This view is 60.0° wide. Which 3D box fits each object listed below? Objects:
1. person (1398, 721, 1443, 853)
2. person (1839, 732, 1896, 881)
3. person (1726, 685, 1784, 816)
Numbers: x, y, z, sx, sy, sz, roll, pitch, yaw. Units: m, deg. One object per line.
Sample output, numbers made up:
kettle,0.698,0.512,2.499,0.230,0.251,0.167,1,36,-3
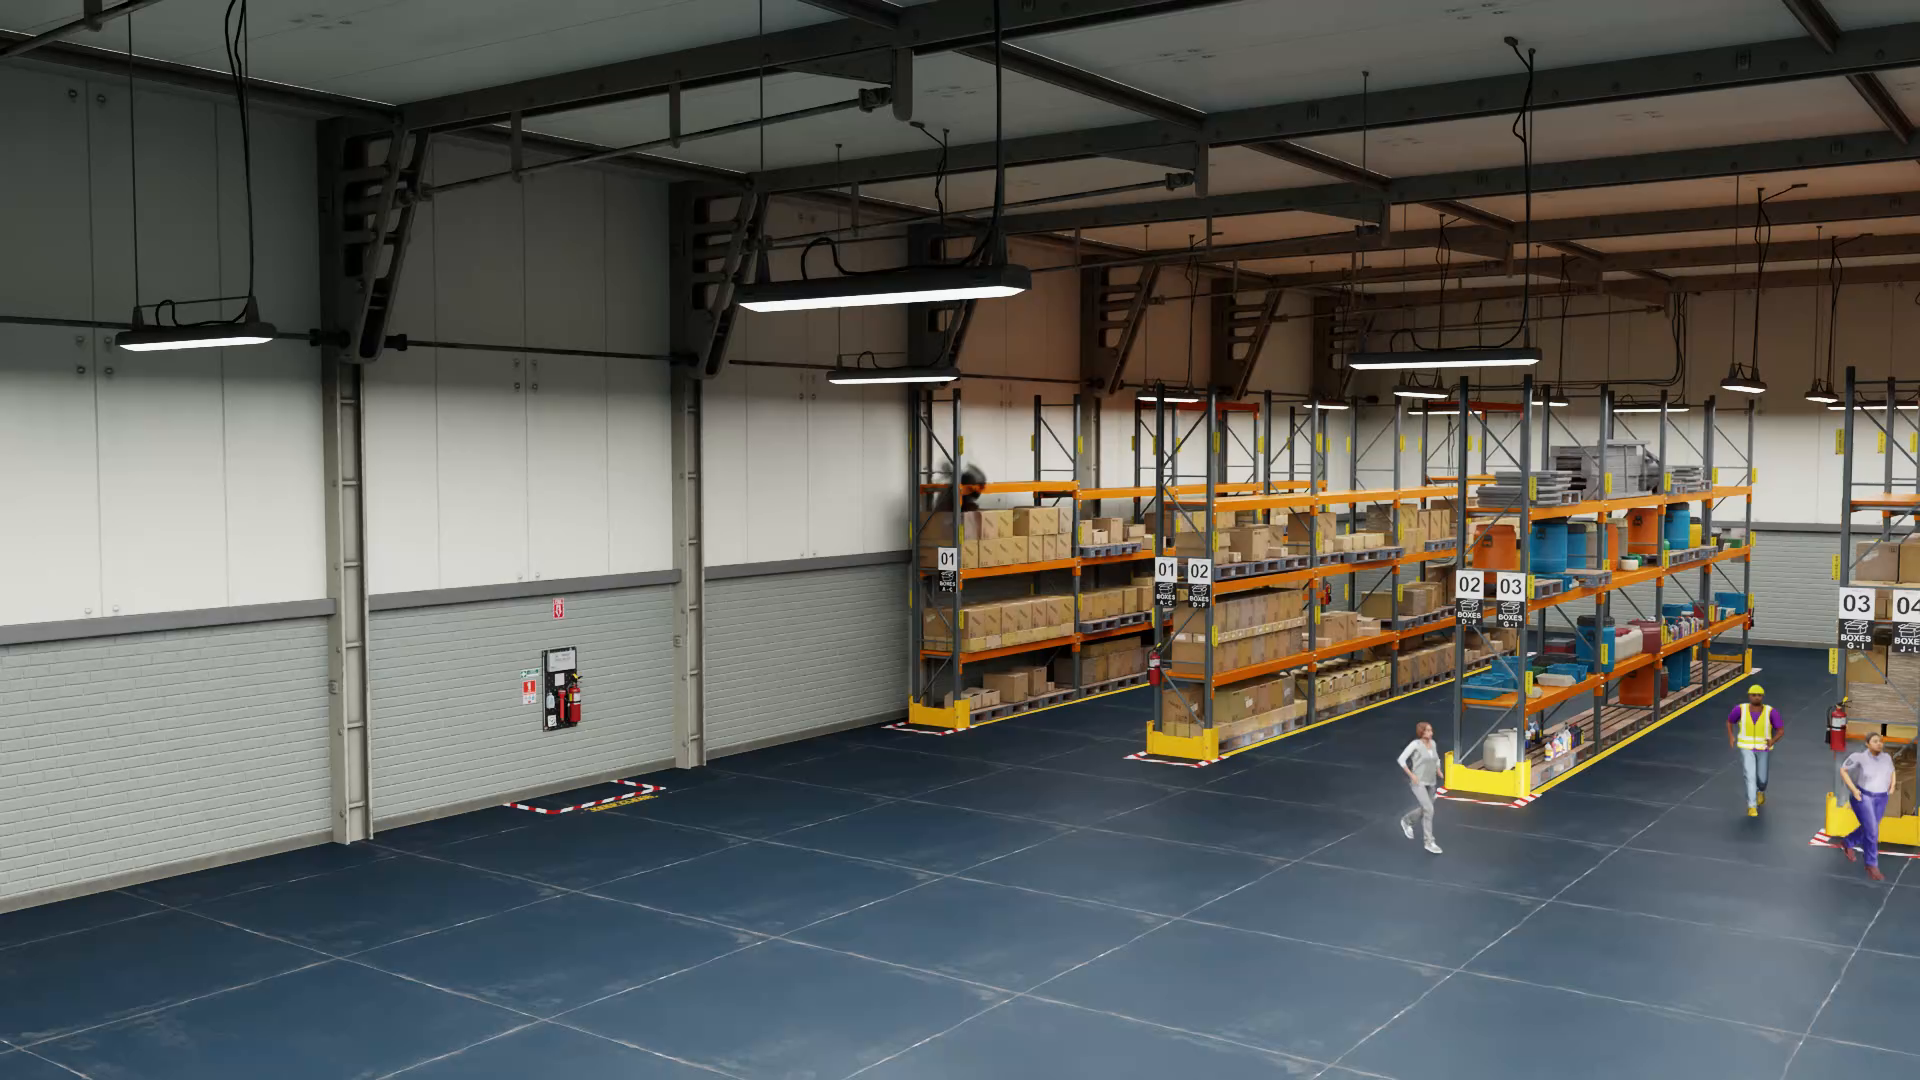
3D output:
person,5.706,3.031,20.615,0.558,1.586,0.750,-2,4,-30
person,10.648,3.075,19.496,0.617,1.667,0.836,0,3,-8
person,10.805,2.832,22.617,0.723,1.747,0.790,2,4,26
